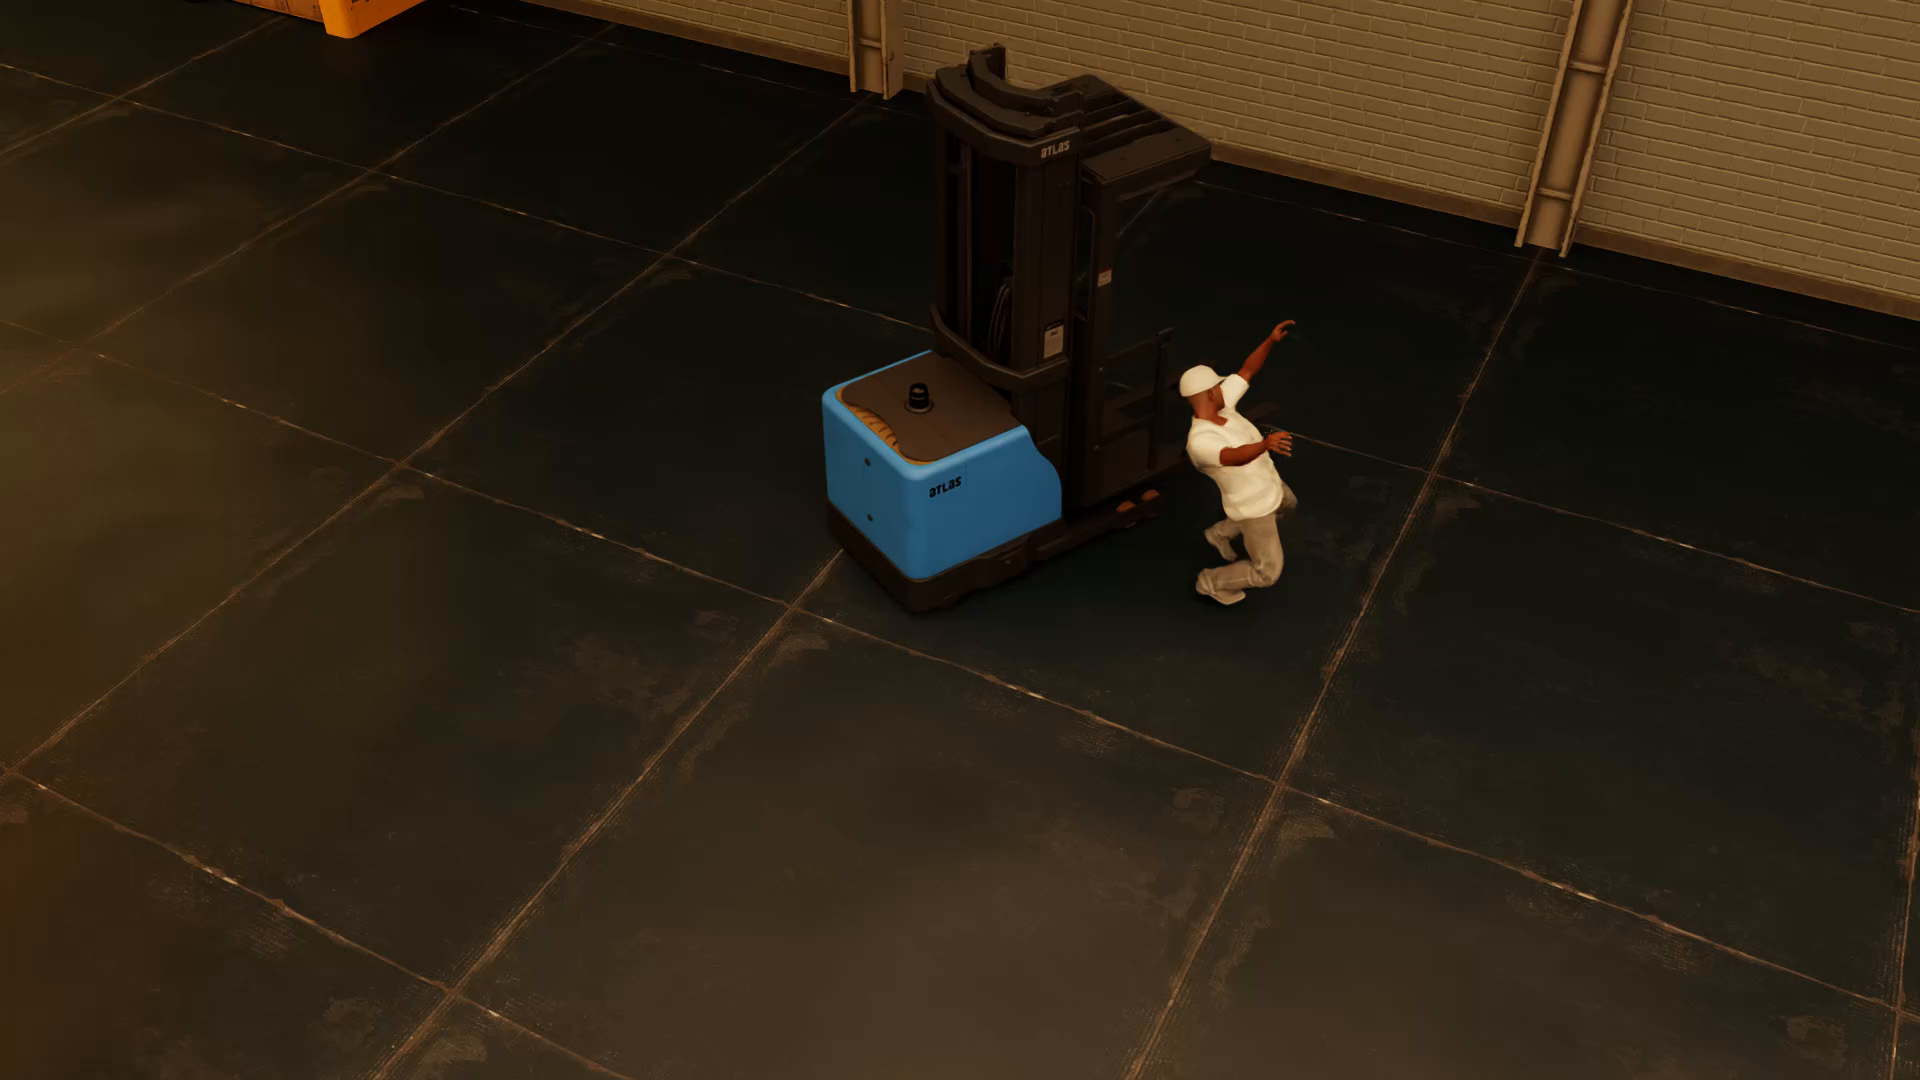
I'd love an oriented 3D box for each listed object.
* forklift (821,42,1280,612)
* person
[{"bbox_3d":[0.682,-1.454,9.713,3.031,2.935,1.130,-24,46,-26],"label":"forklift"},{"bbox_3d":[1.541,-0.324,9.363,0.743,1.645,1.035,9,41,10],"label":"person"}]
